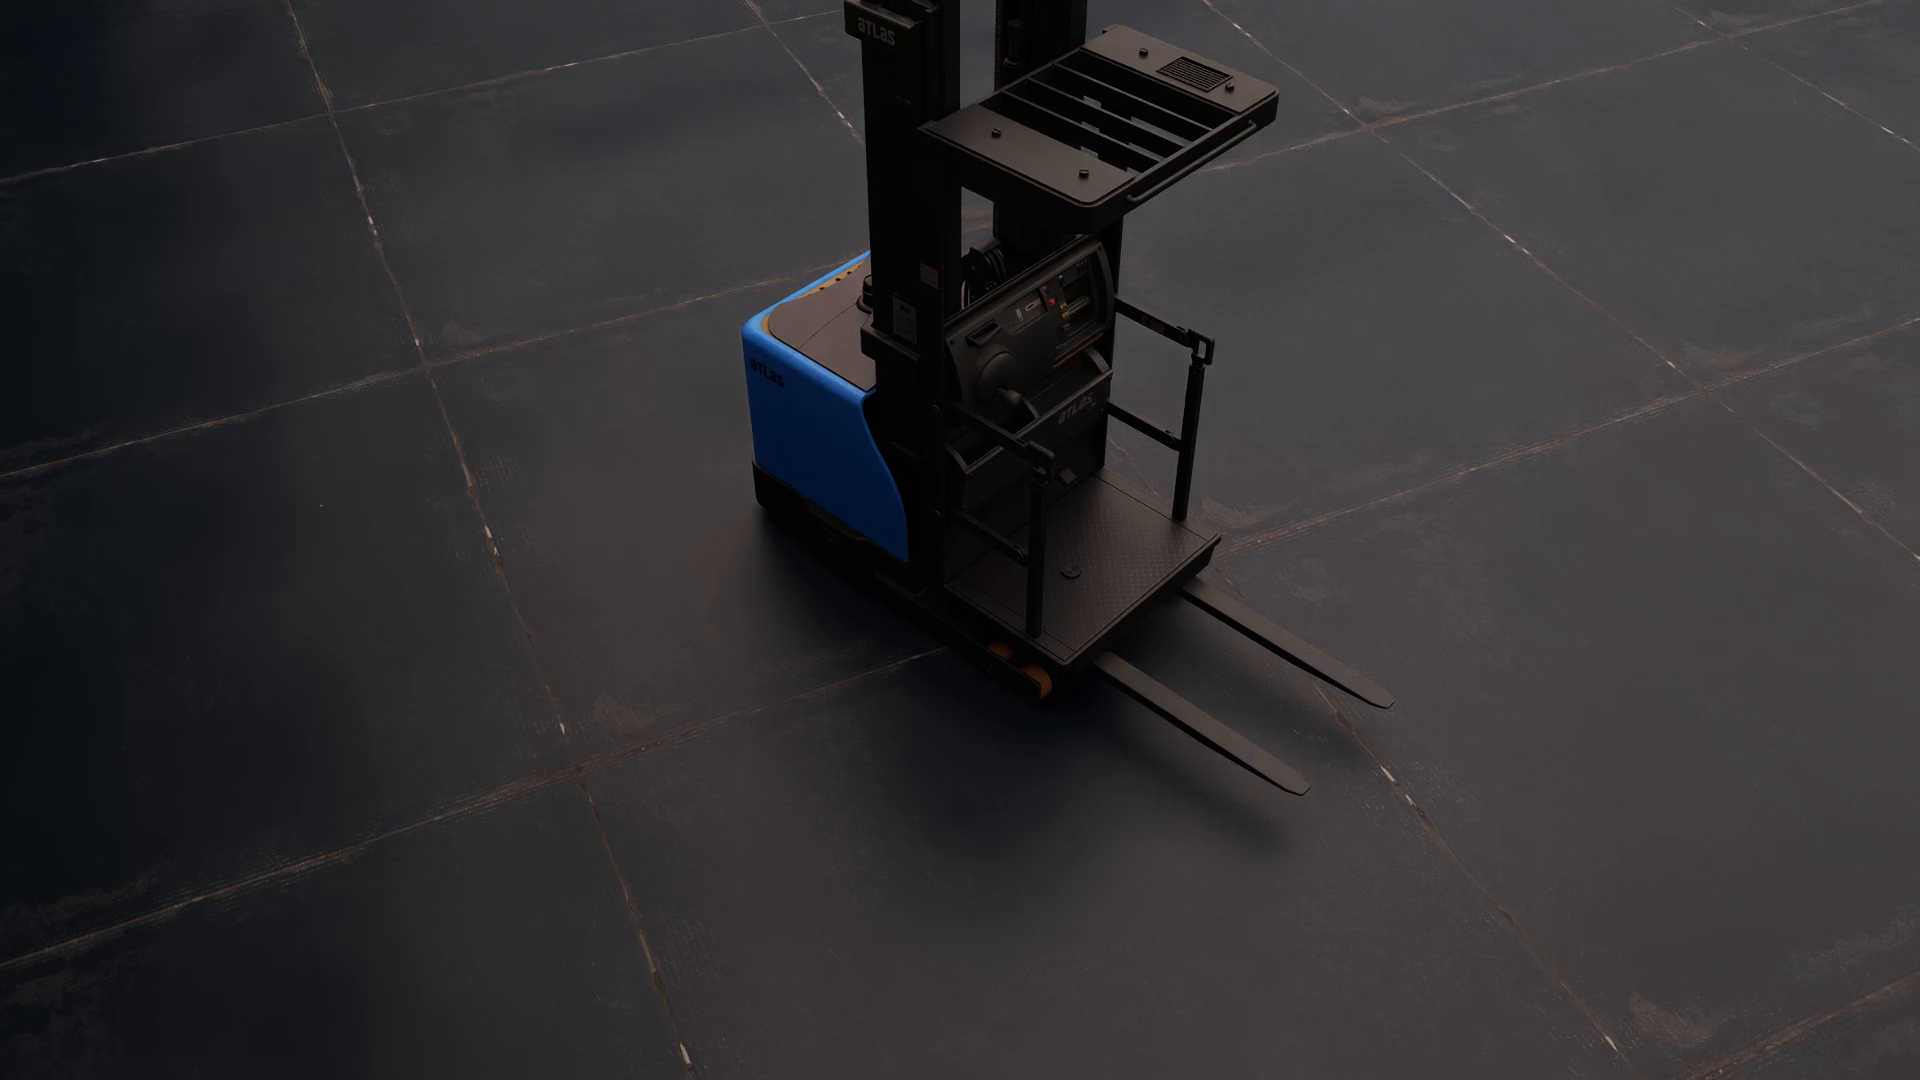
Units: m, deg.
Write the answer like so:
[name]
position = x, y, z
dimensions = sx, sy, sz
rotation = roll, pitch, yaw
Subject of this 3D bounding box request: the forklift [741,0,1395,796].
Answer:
[forklift]
position = 0.445, -0.788, 6.525
dimensions = 3.031, 2.935, 1.130
rotation = 32, 52, 30
